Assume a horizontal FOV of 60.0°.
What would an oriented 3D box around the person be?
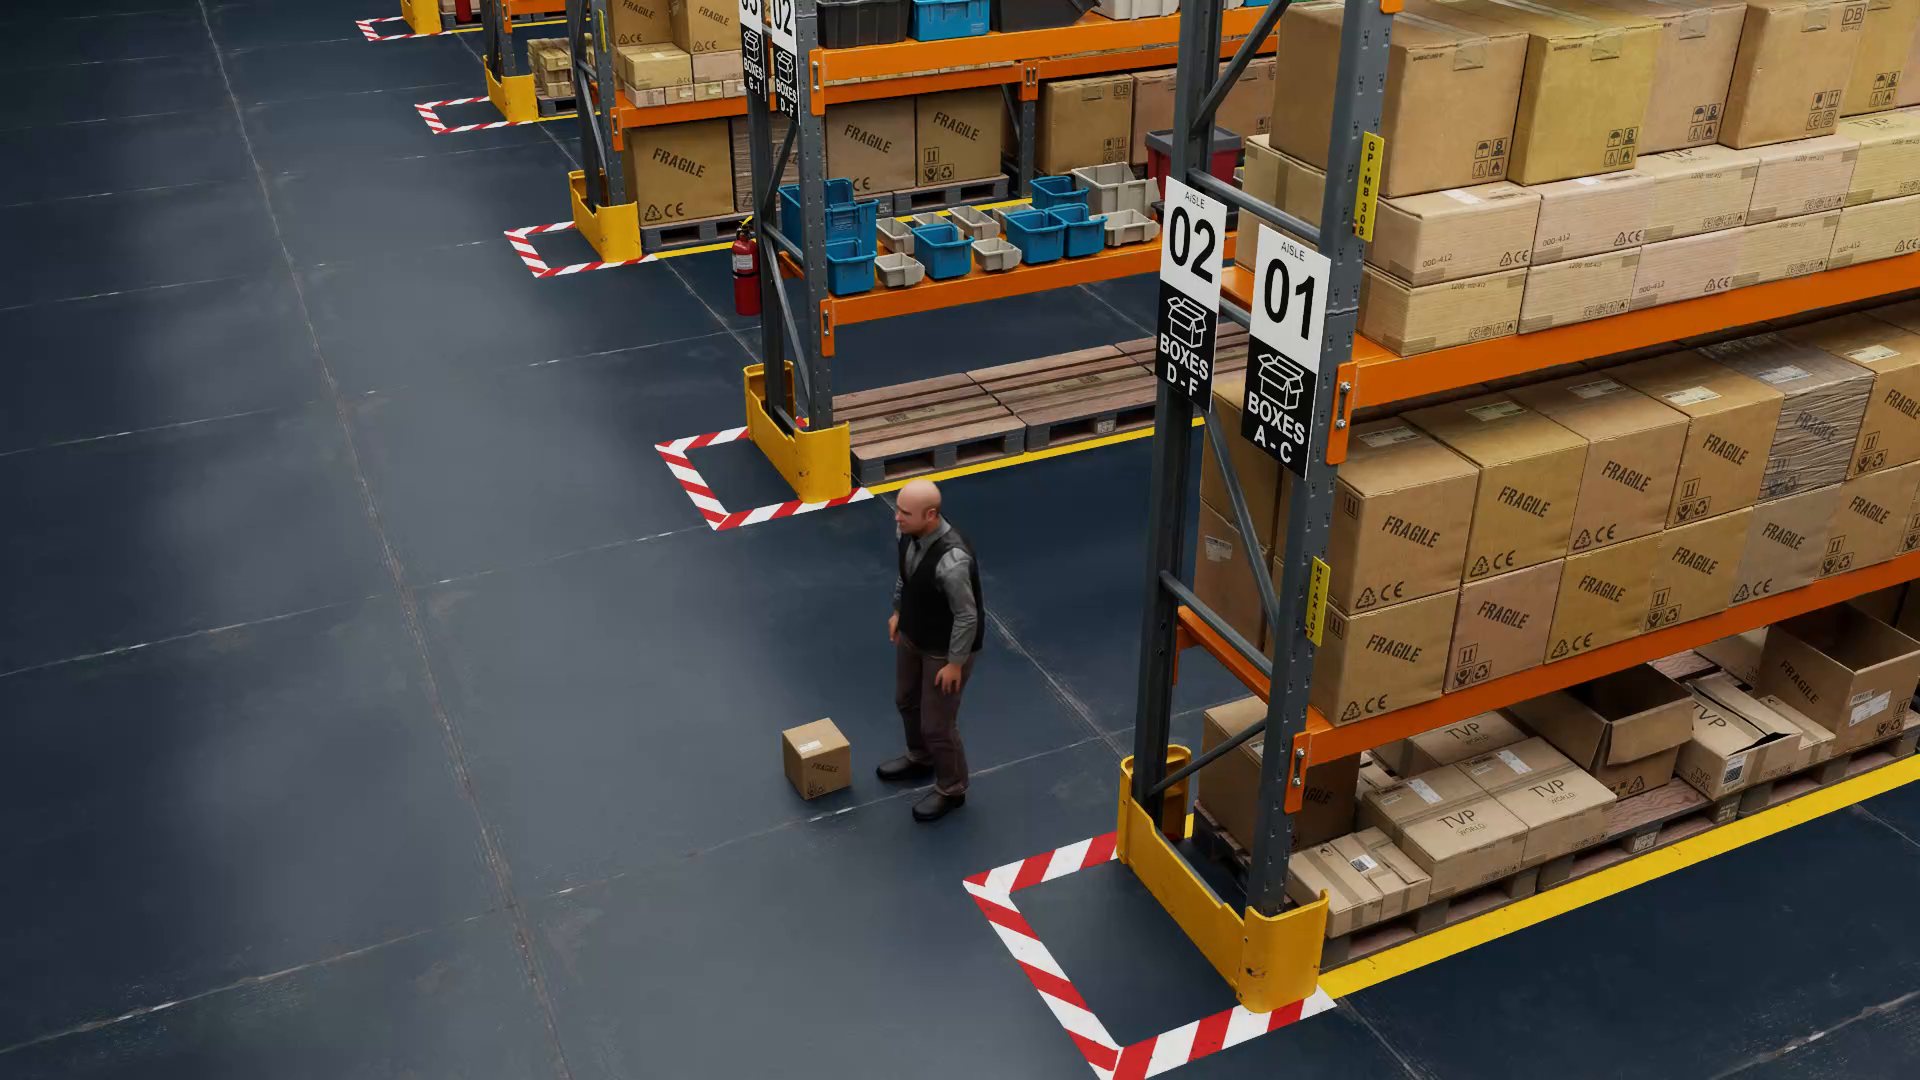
[{"bbox_3d":[-0.111,0.469,7.640,0.411,1.721,0.588,-15,33,-25],"label":"person"}]
